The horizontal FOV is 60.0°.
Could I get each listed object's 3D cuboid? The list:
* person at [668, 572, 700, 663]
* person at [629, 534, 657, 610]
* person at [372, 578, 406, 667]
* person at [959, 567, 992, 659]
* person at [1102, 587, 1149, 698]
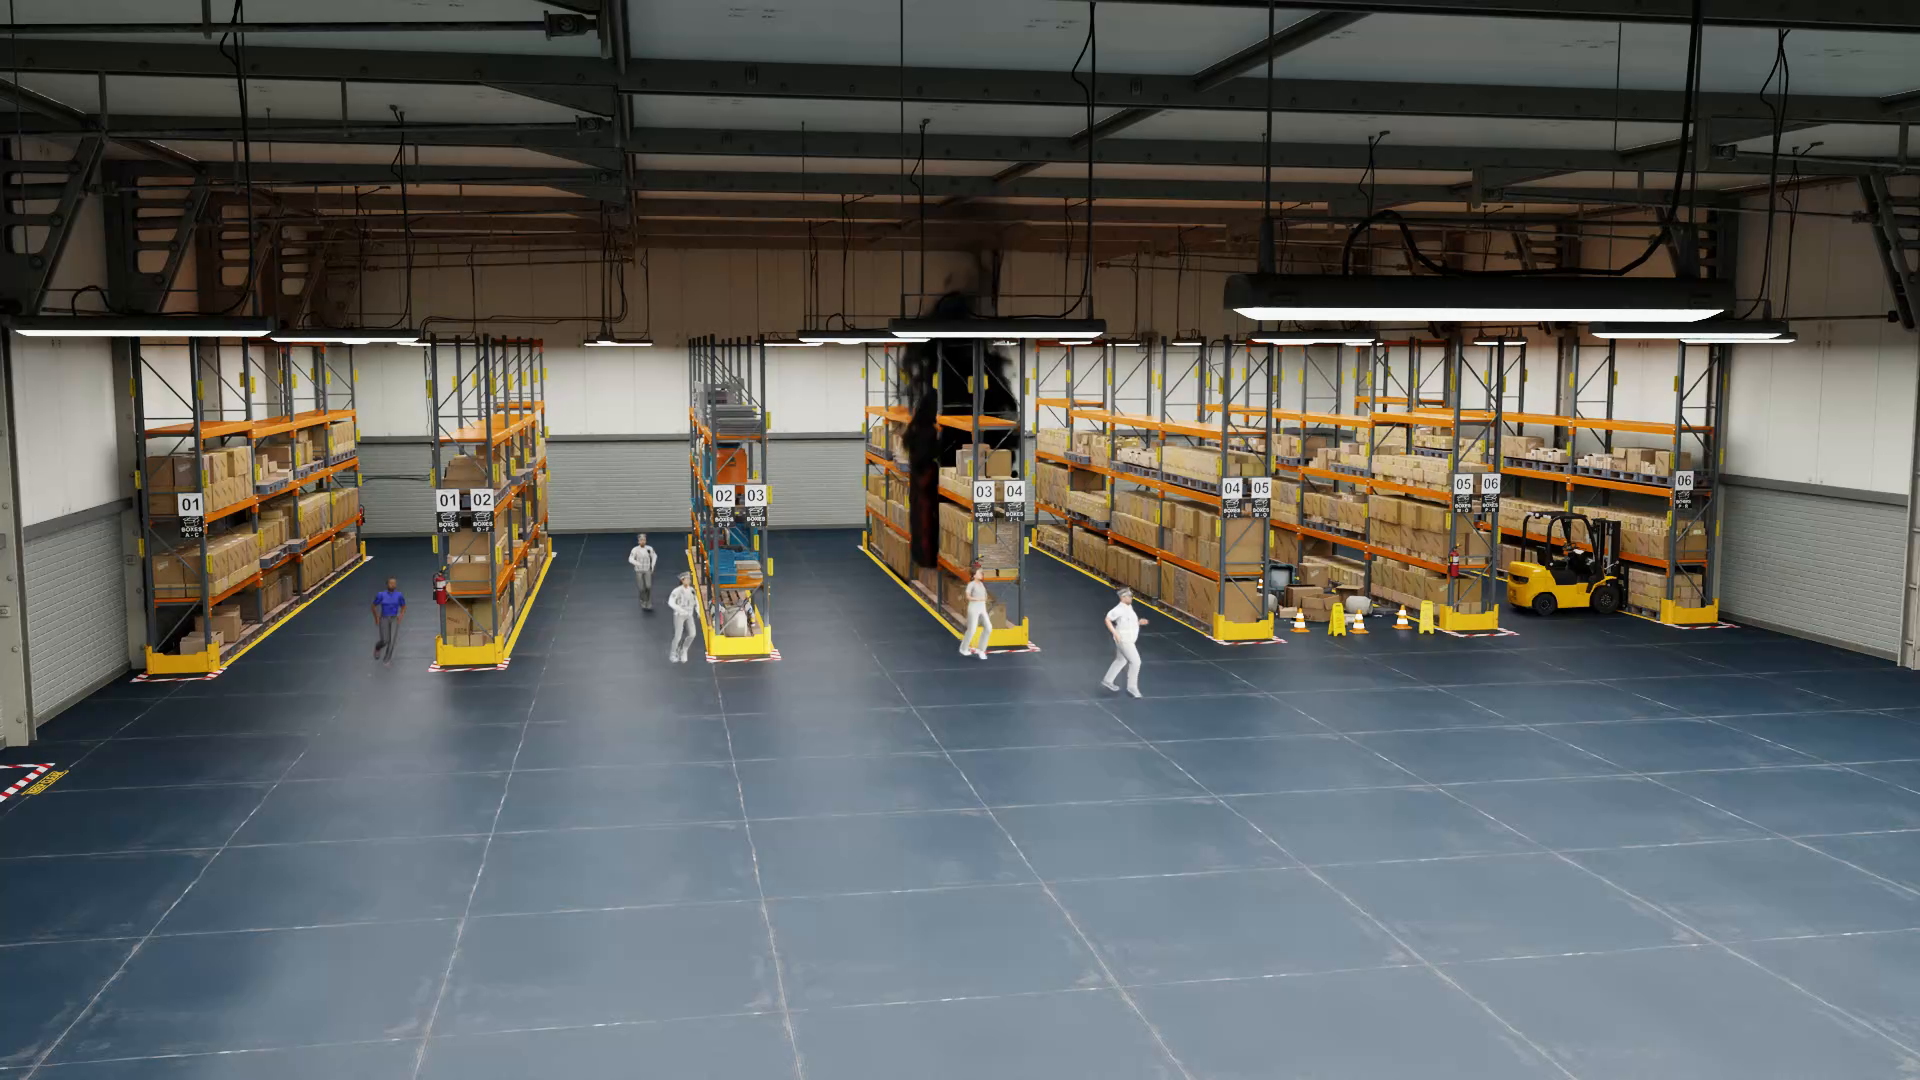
[{"bbox_3d":[-5.029,1.413,30.494,0.686,1.669,0.579,-5,8,-37],"label":"person"},{"bbox_3d":[-6.977,0.704,36.614,0.603,1.697,0.665,-1,7,-11],"label":"person"},{"bbox_3d":[-10.352,1.493,30.215,0.580,1.630,0.551,-4,8,-32],"label":"person"},{"bbox_3d":[0.306,1.365,30.926,0.645,1.699,0.580,6,9,41],"label":"person"},{"bbox_3d":[2.726,1.698,27.552,0.800,1.854,0.638,2,7,16],"label":"person"}]
